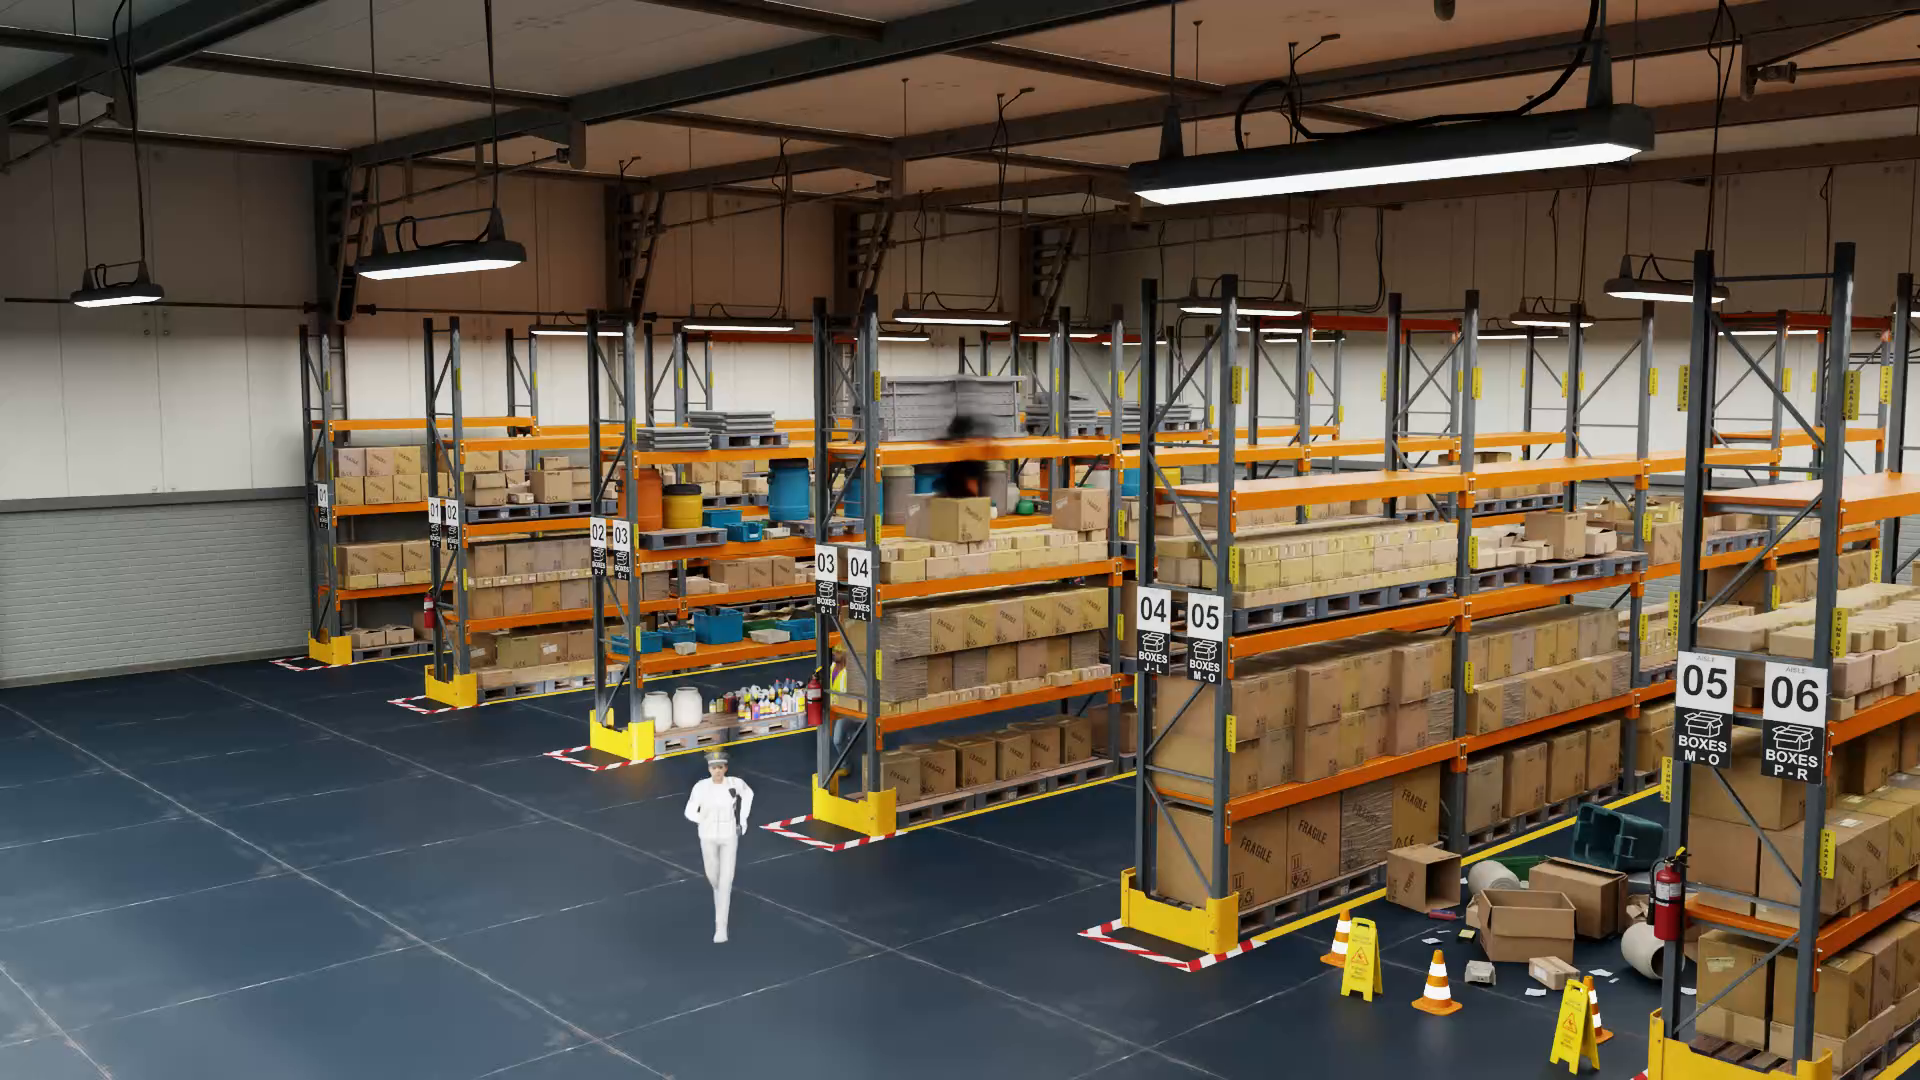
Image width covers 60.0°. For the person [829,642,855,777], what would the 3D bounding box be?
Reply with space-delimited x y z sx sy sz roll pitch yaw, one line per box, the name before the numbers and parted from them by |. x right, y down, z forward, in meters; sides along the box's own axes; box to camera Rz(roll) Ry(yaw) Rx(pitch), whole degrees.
person | -1.509 2.162 21.291 0.730 1.726 0.594 6 8 44

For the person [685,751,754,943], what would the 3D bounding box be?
person | -2.232 2.780 15.460 0.623 1.727 0.923 -1 6 -6
